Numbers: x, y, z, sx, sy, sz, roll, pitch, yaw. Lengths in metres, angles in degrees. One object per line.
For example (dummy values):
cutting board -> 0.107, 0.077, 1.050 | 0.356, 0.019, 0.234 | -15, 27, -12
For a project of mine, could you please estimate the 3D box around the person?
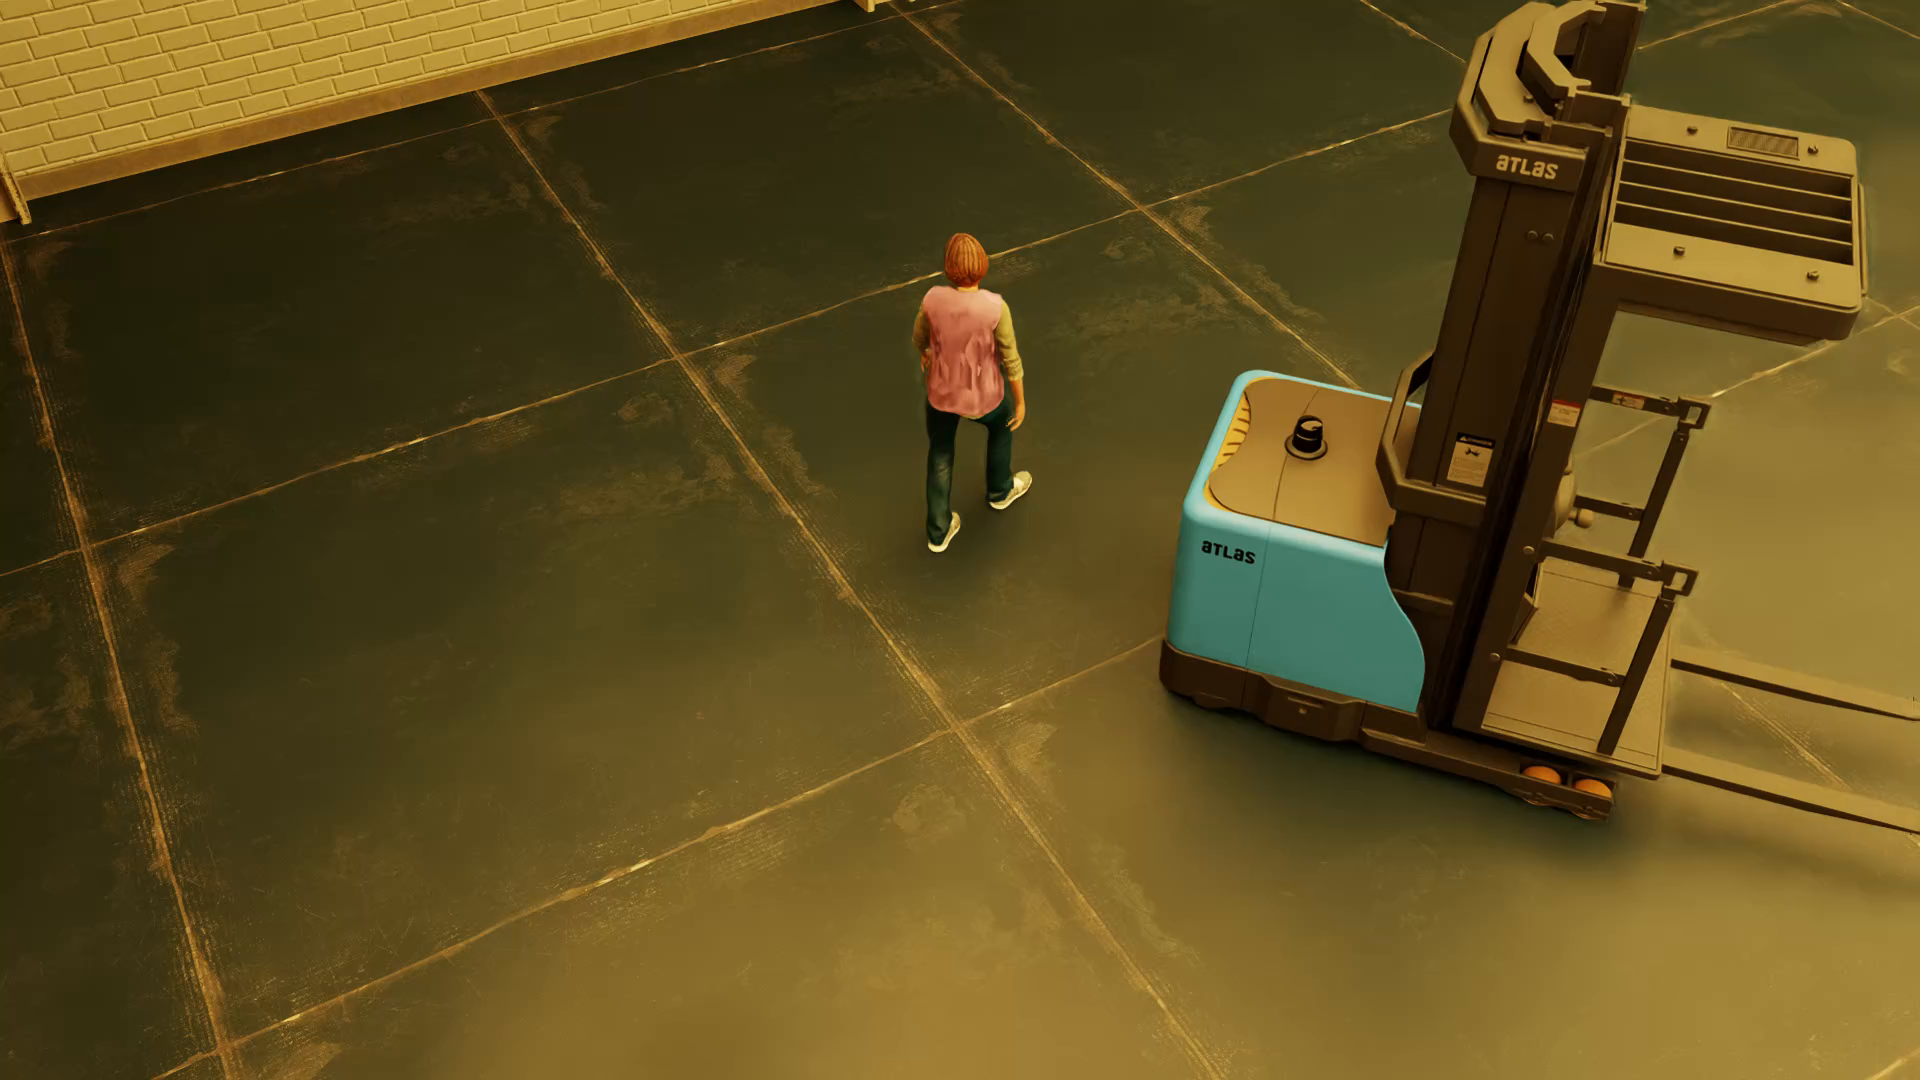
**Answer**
person -> 0.041, -0.677, 7.443 | 0.532, 1.559, 0.616 | 7, 43, 8

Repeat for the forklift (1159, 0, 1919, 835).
forklift -> 2.424, -0.369, 6.096 | 3.031, 2.935, 1.130 | 14, 45, 15
